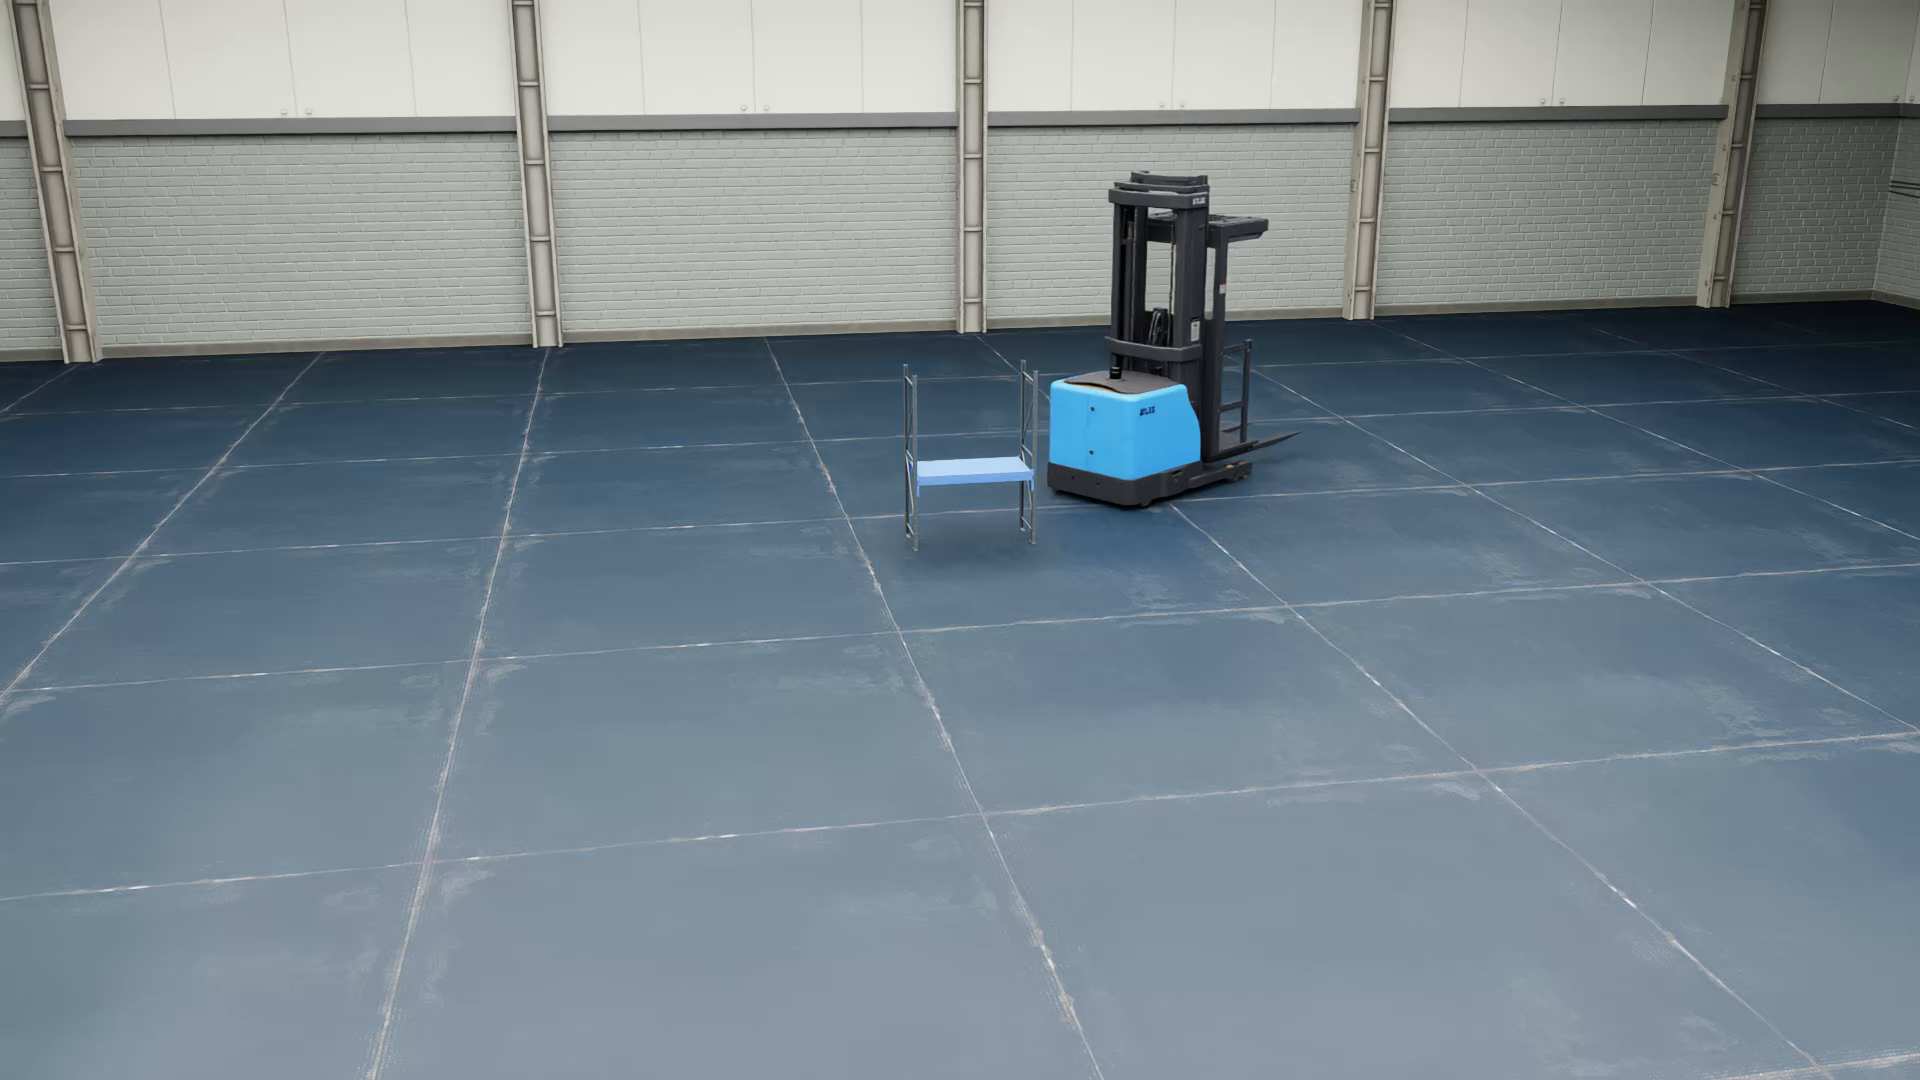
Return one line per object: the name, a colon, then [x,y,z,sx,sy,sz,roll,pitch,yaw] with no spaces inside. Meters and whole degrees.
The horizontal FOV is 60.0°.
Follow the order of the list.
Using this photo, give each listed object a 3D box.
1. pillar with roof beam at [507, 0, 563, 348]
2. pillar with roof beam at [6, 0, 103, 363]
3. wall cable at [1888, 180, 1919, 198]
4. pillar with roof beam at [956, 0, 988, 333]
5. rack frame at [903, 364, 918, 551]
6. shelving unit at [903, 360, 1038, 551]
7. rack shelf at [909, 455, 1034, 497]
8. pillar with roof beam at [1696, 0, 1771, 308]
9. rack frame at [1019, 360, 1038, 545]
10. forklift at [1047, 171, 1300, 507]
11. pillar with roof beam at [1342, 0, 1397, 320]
pillar with roof beam: [-4.912,-5.774,17.783,0.400,9.000,9.100,-3,17,-10]
pillar with roof beam: [-10.803,-5.440,16.695,0.400,9.000,9.100,-3,17,-10]
wall cable: [15.088,-6.316,24.837,0.112,2.526,3.097,-3,17,-10]
pillar with roof beam: [0.979,-6.108,18.871,0.400,9.000,9.100,-3,17,-10]
rack frame: [-0.415,-0.693,14.015,0.032,1.500,0.500,-3,17,-10]
shelving unit: [0.084,-0.722,14.107,1.048,1.500,0.538,-3,17,-10]
rack shelf: [0.084,-0.550,14.160,1.000,0.185,0.538,-3,17,-10]
pillar with roof beam: [12.761,-6.776,21.047,0.400,9.000,9.100,-3,17,-10]
rack frame: [0.583,-0.750,14.199,0.032,1.500,0.500,-3,17,-10]
forklift: [2.217,-2.057,16.016,1.130,2.935,3.031,16,23,42]
pillar with roof beam: [6.870,-6.442,19.959,0.400,9.000,9.100,-3,17,-10]
